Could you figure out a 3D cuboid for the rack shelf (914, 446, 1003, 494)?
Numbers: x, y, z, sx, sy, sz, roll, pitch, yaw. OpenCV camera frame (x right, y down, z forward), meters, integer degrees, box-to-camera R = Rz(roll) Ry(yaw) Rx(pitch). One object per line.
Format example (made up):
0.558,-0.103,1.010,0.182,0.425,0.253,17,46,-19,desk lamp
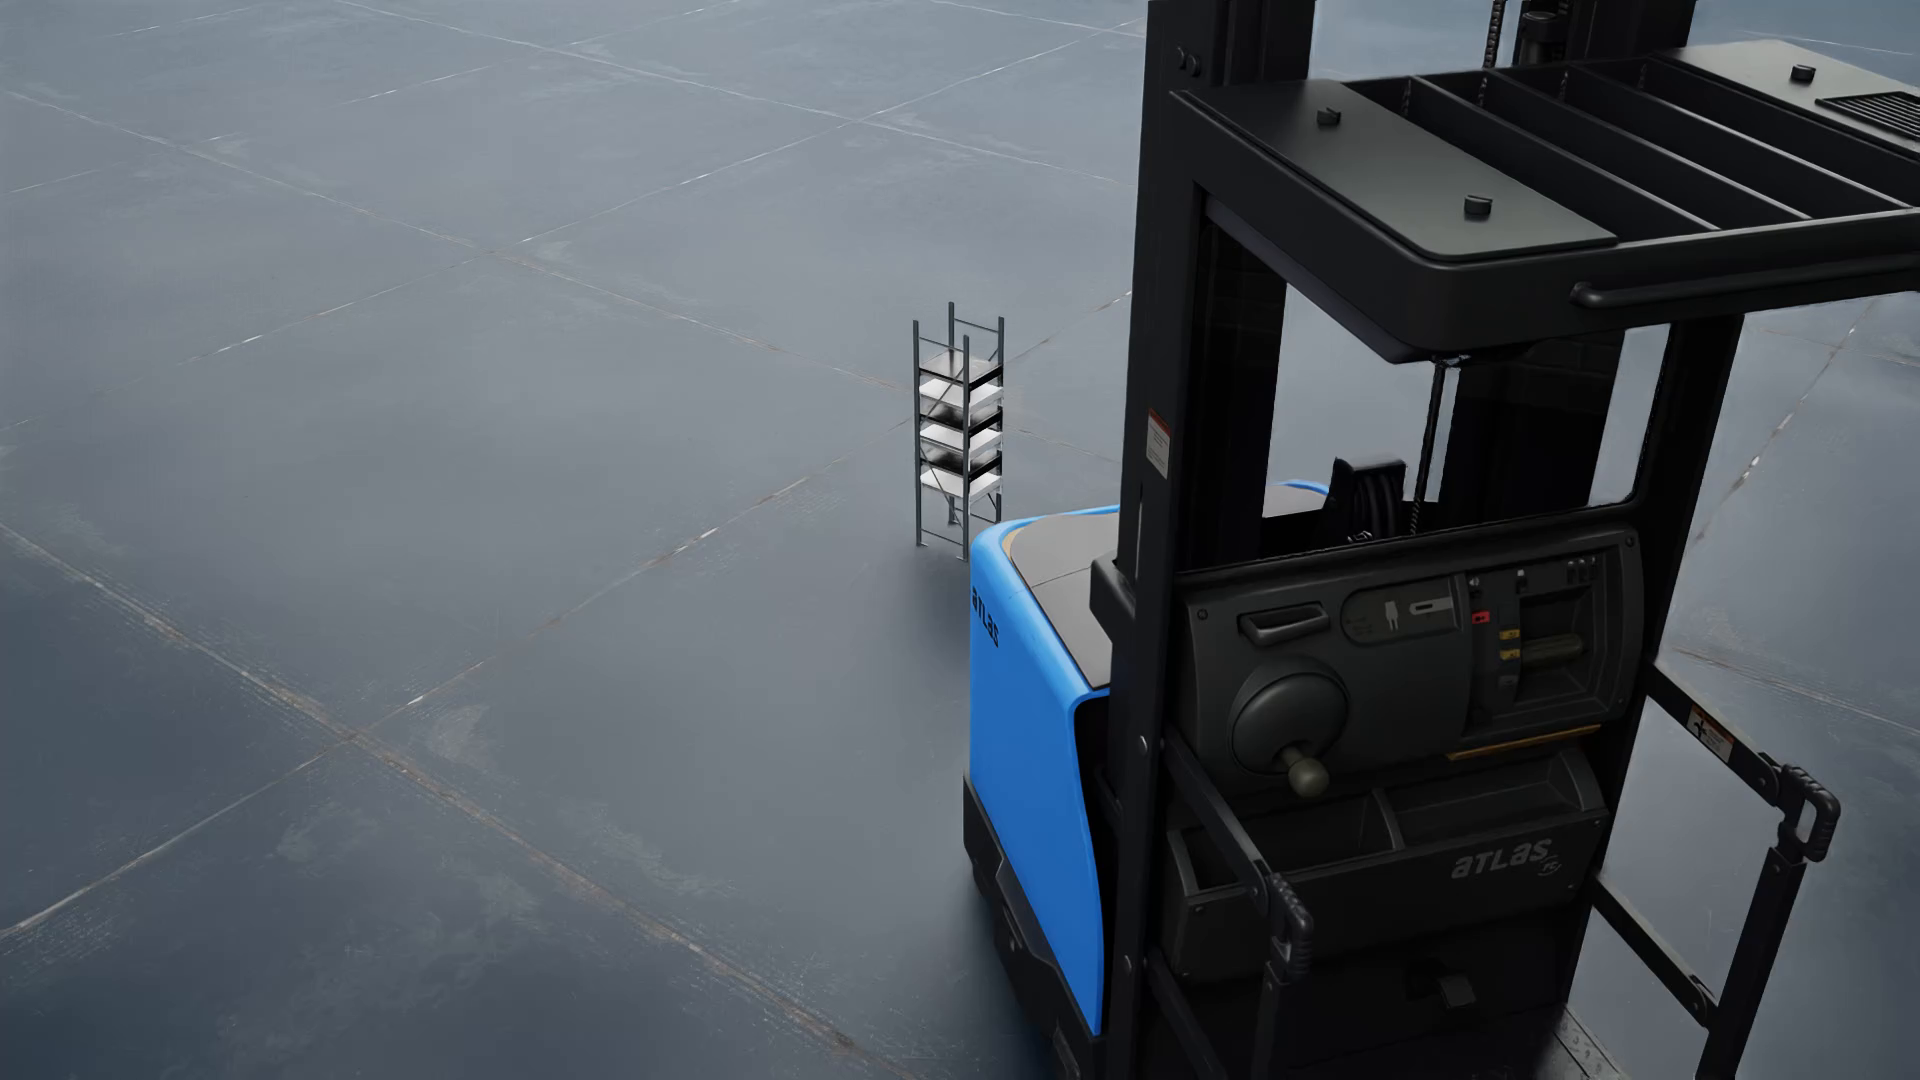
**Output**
-0.005,-0.278,6.078,0.258,0.077,0.200,21,37,31,rack shelf

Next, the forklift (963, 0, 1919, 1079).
0.921,0.273,2.914,1.130,2.935,3.031,-9,32,-14,forklift

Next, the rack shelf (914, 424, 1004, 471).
-0.005,-0.355,6.032,0.258,0.077,0.200,21,37,31,rack shelf

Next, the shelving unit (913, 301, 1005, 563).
-0.005,-0.384,6.015,0.258,0.900,0.210,21,37,31,shelving unit

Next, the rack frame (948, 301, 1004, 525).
0.056,-0.425,6.085,0.240,0.900,0.006,21,37,31,rack frame

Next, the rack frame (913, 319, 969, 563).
-0.066,-0.342,5.945,0.240,0.900,0.006,21,37,31,rack frame

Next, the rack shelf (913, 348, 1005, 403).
-0.005,-0.587,5.894,0.258,0.077,0.200,21,37,31,rack shelf

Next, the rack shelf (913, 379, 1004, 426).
-0.005,-0.510,5.940,0.258,0.077,0.200,21,37,31,rack shelf

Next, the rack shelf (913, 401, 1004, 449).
-0.005,-0.433,5.986,0.258,0.077,0.200,21,37,31,rack shelf

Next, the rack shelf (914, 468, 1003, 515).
-0.005,-0.200,6.124,0.258,0.077,0.200,21,37,31,rack shelf
